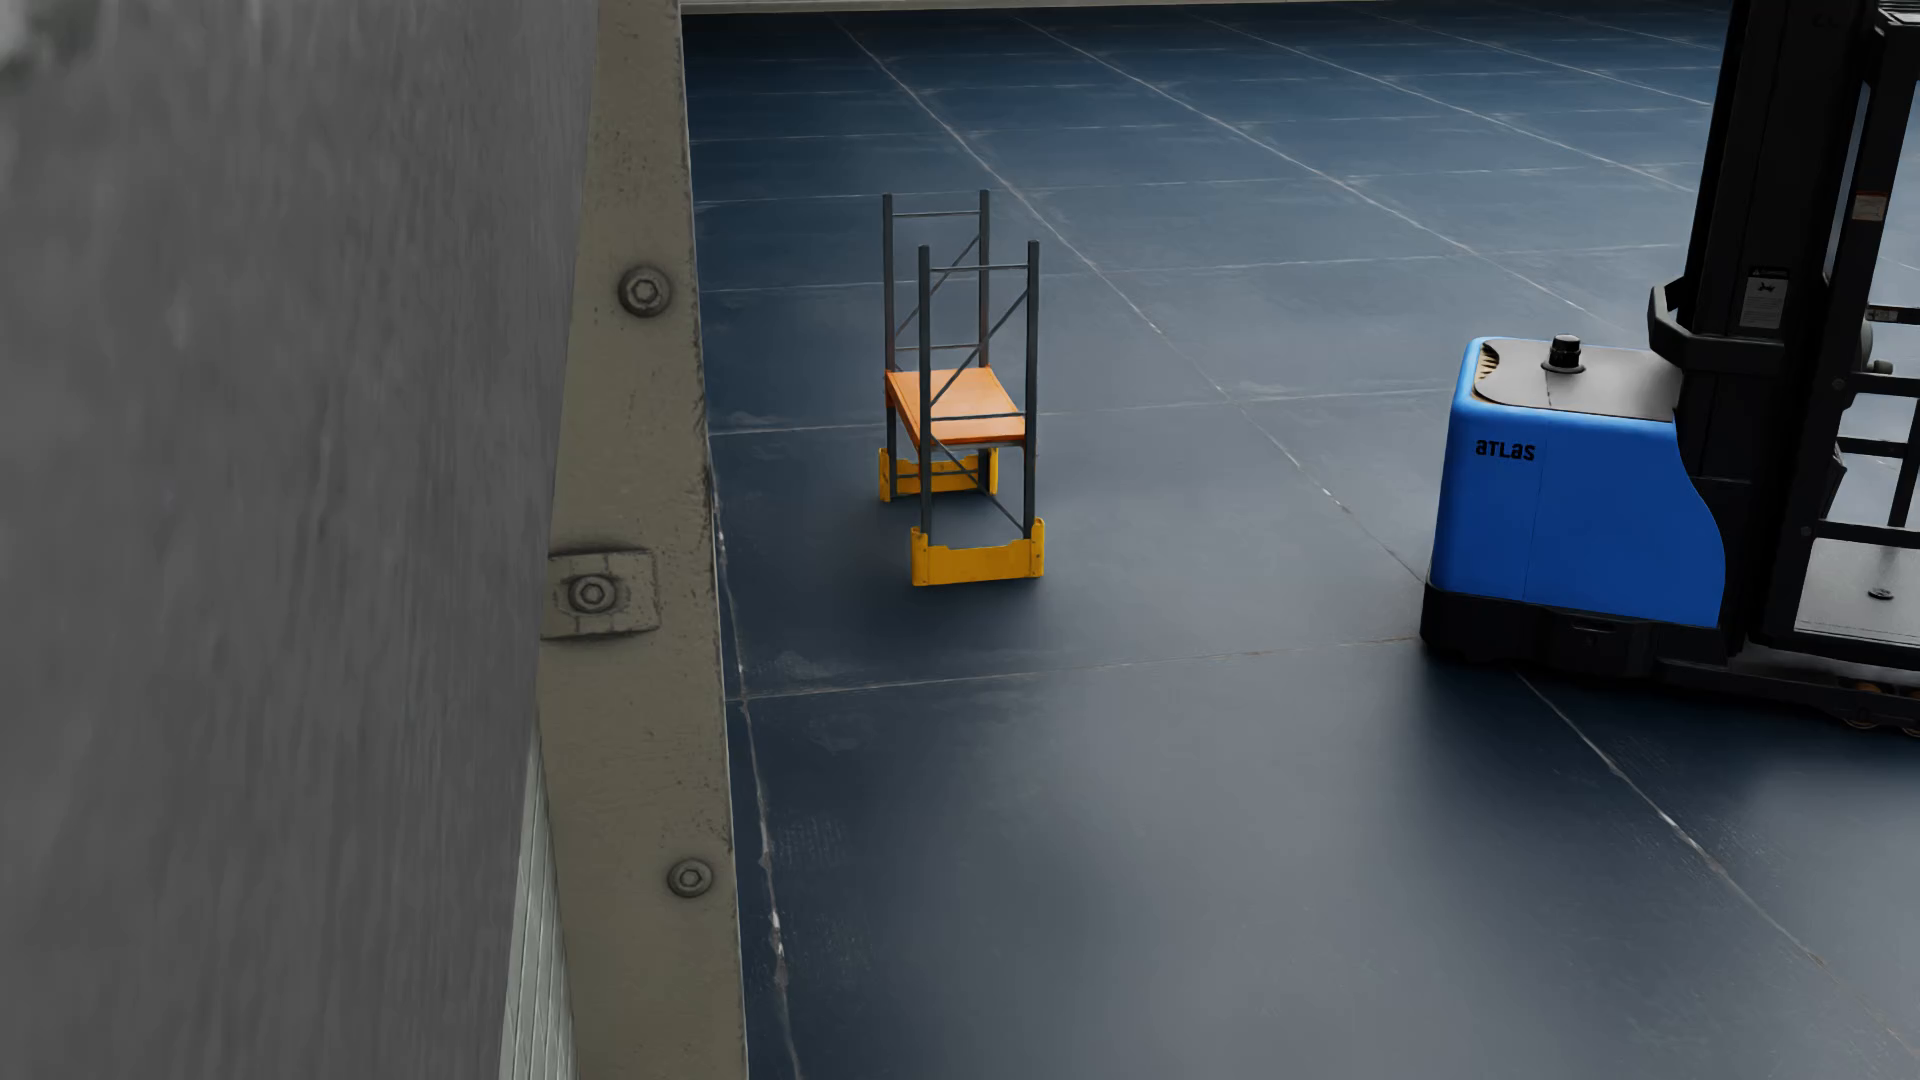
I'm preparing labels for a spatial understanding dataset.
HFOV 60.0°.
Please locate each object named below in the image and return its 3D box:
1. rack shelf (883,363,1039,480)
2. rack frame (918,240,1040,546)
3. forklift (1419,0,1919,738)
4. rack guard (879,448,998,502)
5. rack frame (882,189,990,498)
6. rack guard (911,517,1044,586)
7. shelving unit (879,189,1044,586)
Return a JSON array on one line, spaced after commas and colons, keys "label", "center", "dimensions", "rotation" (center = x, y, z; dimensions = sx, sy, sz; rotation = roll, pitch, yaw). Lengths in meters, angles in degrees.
[{"label": "rack shelf", "center": [-0.016, -0.556, 7.599], "dimensions": [0.538, 0.185, 1.000], "rotation": [-4, 24, -10]}, {"label": "rack frame", "center": [0.078, -0.521, 7.069], "dimensions": [0.500, 1.500, 0.032], "rotation": [-4, 24, -10]}, {"label": "forklift", "center": [3.423, -0.859, 6.056], "dimensions": [3.031, 2.935, 1.130], "rotation": [8, 25, 18]}, {"label": "rack guard", "center": [-0.106, -0.340, 8.217], "dimensions": [0.587, 0.250, 0.087], "rotation": [-4, 24, -10]}, {"label": "rack frame", "center": [-0.110, -0.921, 7.984], "dimensions": [0.500, 1.500, 0.032], "rotation": [-4, 24, -10]}, {"label": "rack guard", "center": [0.078, 0.051, 7.320], "dimensions": [0.587, 0.250, 0.087], "rotation": [-4, 24, -10]}, {"label": "shelving unit", "center": [-0.014, -0.717, 7.518], "dimensions": [0.587, 1.500, 1.083], "rotation": [-4, 24, -10]}]
